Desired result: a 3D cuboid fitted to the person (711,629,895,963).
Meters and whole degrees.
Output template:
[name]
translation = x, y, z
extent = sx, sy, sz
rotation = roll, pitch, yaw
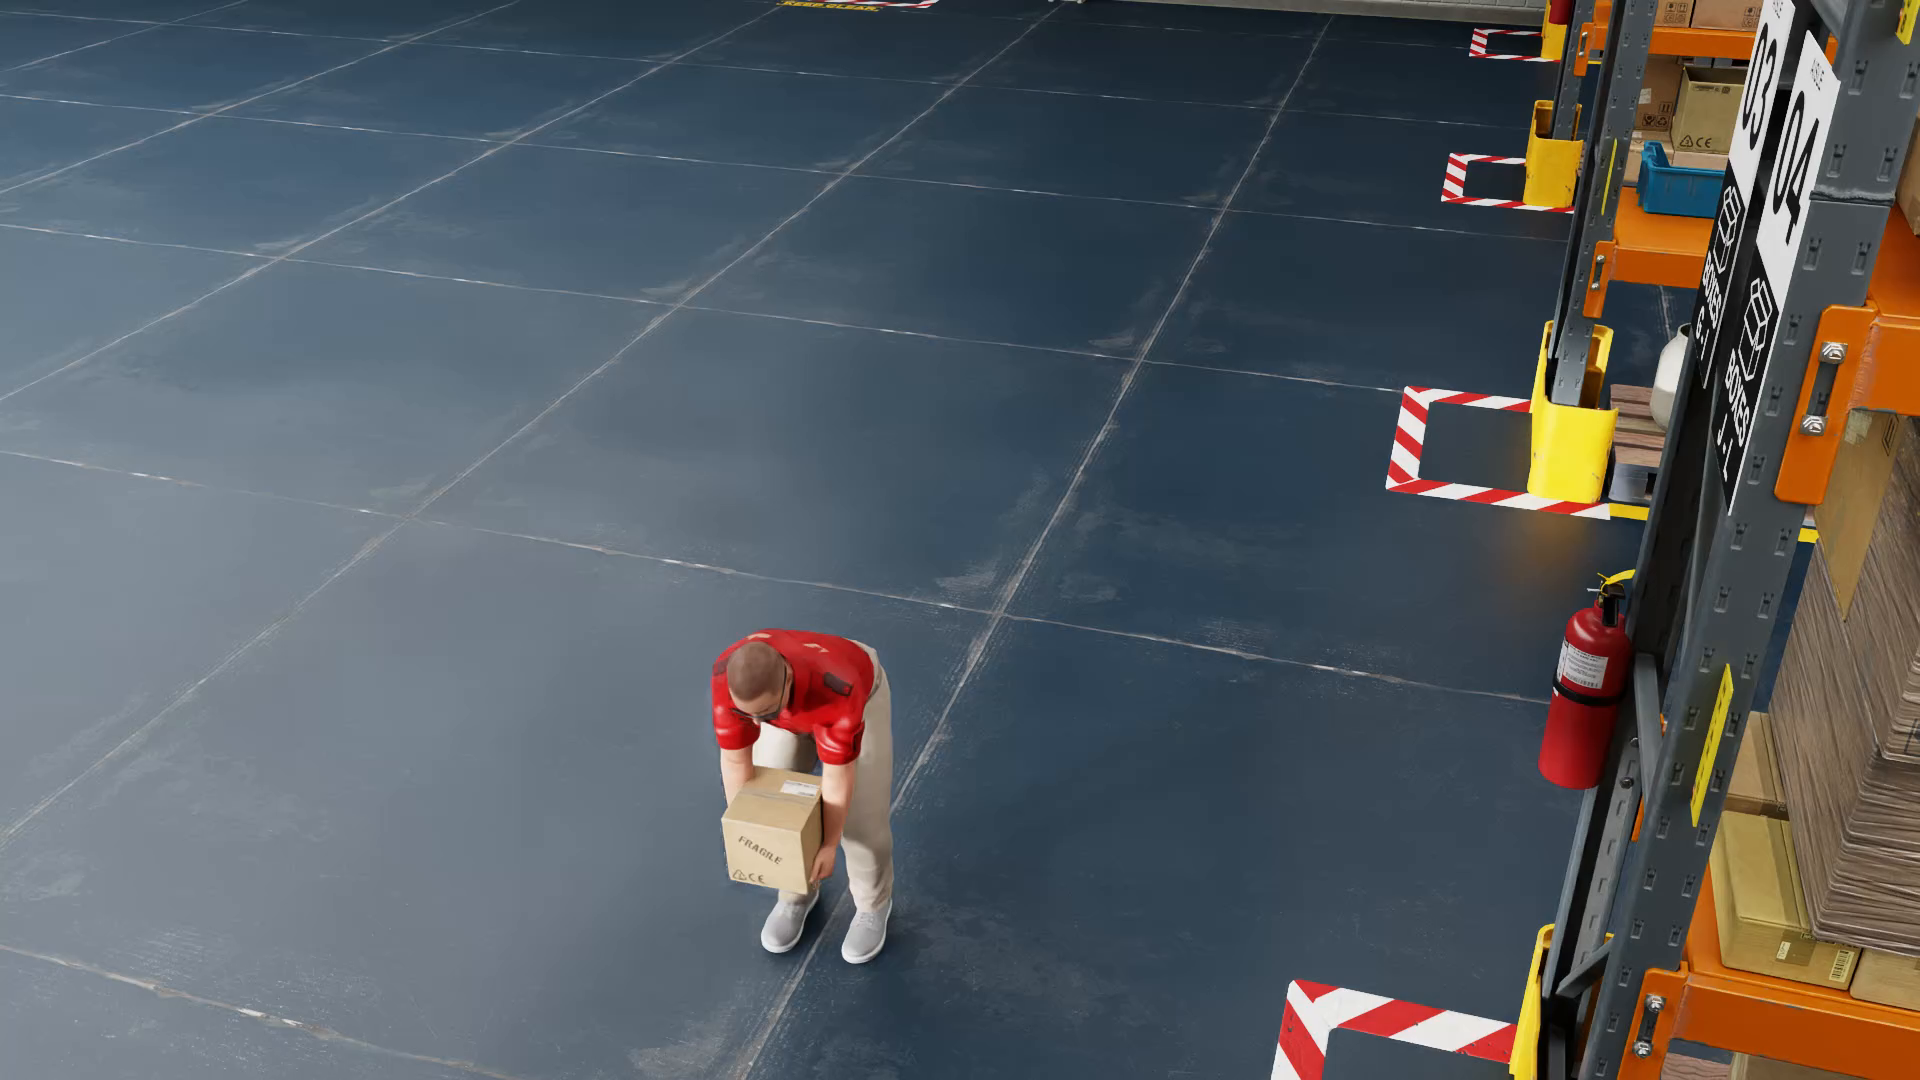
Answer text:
[person]
translation = -0.482, 0.754, 5.116
extent = 0.478, 1.414, 0.843
rotation = 8, 30, 14
